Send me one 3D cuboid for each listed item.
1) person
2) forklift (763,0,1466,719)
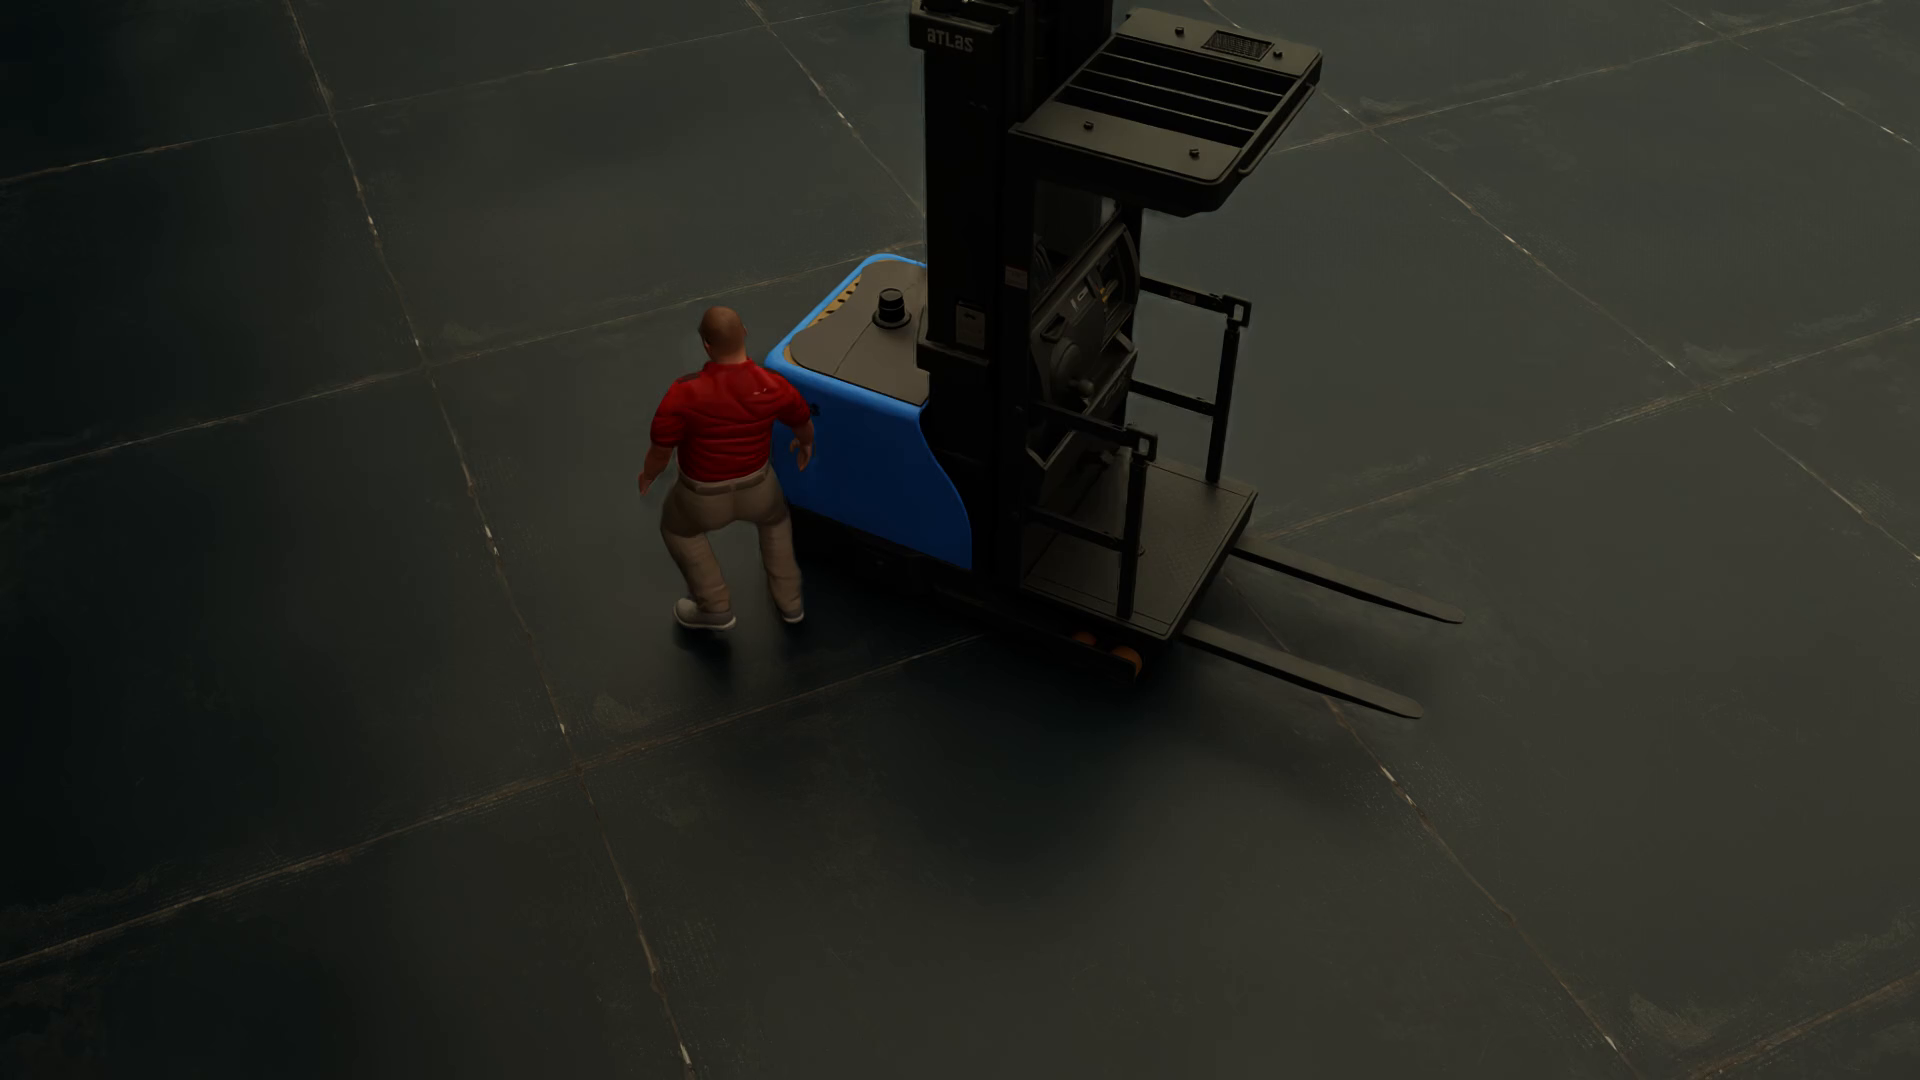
[{"bbox_3d":[-0.951,-0.292,6.926,0.767,1.645,0.448,-14,45,-15],"label":"person"},{"bbox_3d":[0.686,-0.873,6.615,3.031,2.935,1.130,20,47,20],"label":"forklift"}]
